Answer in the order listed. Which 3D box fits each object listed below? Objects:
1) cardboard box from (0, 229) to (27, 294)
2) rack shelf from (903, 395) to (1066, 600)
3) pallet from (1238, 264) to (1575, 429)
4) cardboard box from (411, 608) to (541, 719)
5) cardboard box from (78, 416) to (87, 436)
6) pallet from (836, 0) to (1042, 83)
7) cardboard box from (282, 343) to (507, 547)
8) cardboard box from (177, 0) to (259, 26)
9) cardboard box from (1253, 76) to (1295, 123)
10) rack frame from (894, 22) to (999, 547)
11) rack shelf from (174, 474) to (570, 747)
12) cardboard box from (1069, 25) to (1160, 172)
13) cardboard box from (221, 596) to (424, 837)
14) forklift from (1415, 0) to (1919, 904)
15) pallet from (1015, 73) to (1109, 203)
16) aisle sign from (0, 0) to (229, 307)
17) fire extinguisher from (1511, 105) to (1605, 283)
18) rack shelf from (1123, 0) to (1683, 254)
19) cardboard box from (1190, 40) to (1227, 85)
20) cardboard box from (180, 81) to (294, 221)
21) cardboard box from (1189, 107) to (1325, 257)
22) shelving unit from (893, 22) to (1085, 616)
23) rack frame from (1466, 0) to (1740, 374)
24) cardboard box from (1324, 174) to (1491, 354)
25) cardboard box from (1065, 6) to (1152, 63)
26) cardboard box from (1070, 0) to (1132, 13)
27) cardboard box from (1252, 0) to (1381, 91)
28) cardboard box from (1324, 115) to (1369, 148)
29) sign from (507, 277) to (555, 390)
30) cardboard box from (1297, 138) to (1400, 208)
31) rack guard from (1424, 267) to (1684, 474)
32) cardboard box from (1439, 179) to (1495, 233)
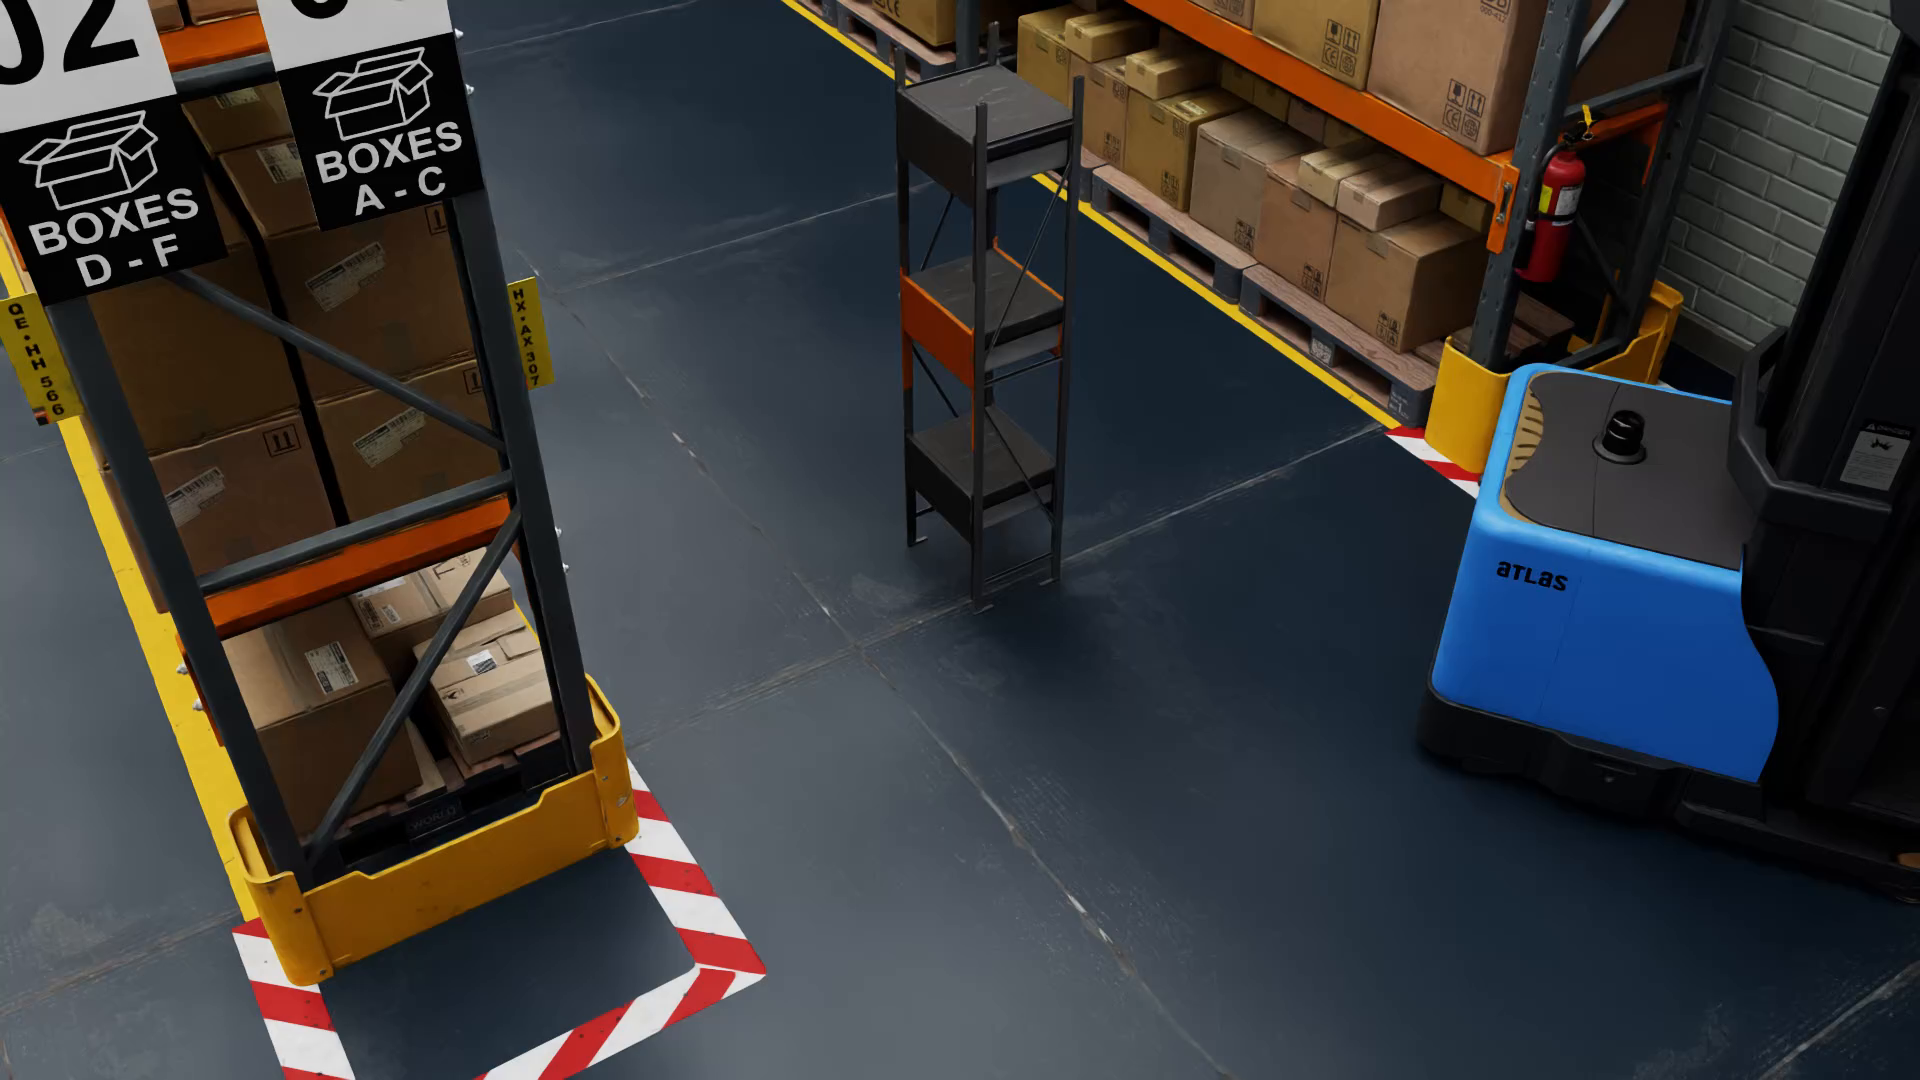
[{"bbox_3d":[-2.340,-0.858,4.578,0.500,0.500,0.500,-21,44,-23],"label":"cardboard box"},{"bbox_3d":[0.089,-0.169,6.427,0.431,0.518,0.480,-22,45,-24],"label":"rack shelf"},{"bbox_3d":[2.082,-1.058,7.855,1.003,0.211,1.213,-22,45,-24],"label":"pallet"},{"bbox_3d":[-1.666,0.422,5.770,0.380,0.166,0.250,-22,45,-24],"label":"cardboard box"},{"bbox_3d":[-2.348,-0.483,4.909,0.500,0.500,0.500,-22,45,-24],"label":"cardboard box"},{"bbox_3d":[-0.051,-3.203,10.429,1.003,0.211,1.213,-22,45,-24],"label":"pallet"},{"bbox_3d":[-1.613,-0.387,4.793,0.500,0.500,0.500,-21,44,-24],"label":"cardboard box"},{"bbox_3d":[-1.658,-1.477,3.954,0.500,0.250,0.500,-22,45,-24],"label":"cardboard box"},{"bbox_3d":[1.670,-2.204,8.169,0.380,0.149,0.250,-22,44,-24],"label":"cardboard box"},{"bbox_3d":[-0.042,-0.849,6.129,0.400,2.100,0.015,-22,45,-24],"label":"rack frame"},{"bbox_3d":[-2.672,-0.821,5.954,1.077,0.370,4.000,-22,45,-24],"label":"rack shelf"},{"bbox_3d":[1.011,-2.374,8.880,0.700,0.500,0.500,-23,45,-25],"label":"cardboard box"},{"bbox_3d":[-2.096,0.565,5.338,0.500,0.500,0.500,-22,45,-24],"label":"cardboard box"},{"bbox_3d":[3.165,-0.300,4.821,3.031,2.935,1.130,15,42,17],"label":"forklift"},{"bbox_3d":[0.770,-2.375,9.436,1.003,0.211,1.213,-22,45,-24],"label":"pallet"},{"bbox_3d":[-1.818,-0.874,3.425,0.394,0.787,0.004,-22,45,-24],"label":"aisle sign"},{"bbox_3d":[2.270,-1.312,6.333,0.296,0.674,0.183,-22,45,-24],"label":"fire extinguisher"},{"bbox_3d":[1.503,-2.528,8.003,1.077,0.370,4.000,-22,45,-24],"label":"rack shelf"},{"bbox_3d":[1.395,-2.480,8.500,0.380,0.149,0.250,-22,44,-24],"label":"cardboard box"},{"bbox_3d":[-1.900,-1.050,4.808,0.500,0.500,0.500,-22,44,-24],"label":"cardboard box"},{"bbox_3d":[1.578,-1.811,8.204,0.700,0.500,0.500,-24,45,-26],"label":"cardboard box"},{"bbox_3d":[0.089,-0.717,5.971,0.431,2.100,0.503,-22,45,-24],"label":"shelving unit"},{"bbox_3d":[2.578,-1.725,6.477,1.000,3.000,0.127,-22,45,-24],"label":"rack frame"},{"bbox_3d":[2.118,-1.269,7.555,0.700,0.500,0.500,-22,45,-24],"label":"cardboard box"},{"bbox_3d":[0.774,-2.648,8.702,0.380,0.149,0.250,-21,44,-23],"label":"cardboard box"},{"bbox_3d":[0.833,-3.042,9.175,0.380,0.149,0.250,-22,45,-25],"label":"cardboard box"},{"bbox_3d":[1.895,-2.501,7.174,0.980,0.700,0.700,-23,45,-25],"label":"cardboard box"},{"bbox_3d":[1.946,-1.928,7.839,0.380,0.149,0.250,-22,45,-24],"label":"cardboard box"},{"bbox_3d":[-1.139,-0.537,4.375,0.100,0.325,0.005,-22,45,-24],"label":"sign"},{"bbox_3d":[1.757,-1.663,7.520,0.380,0.149,0.250,-21,44,-23],"label":"cardboard box"},{"bbox_3d":[2.591,-0.752,7.262,1.175,0.500,0.348,-22,45,-24],"label":"rack guard"},{"bbox_3d":[2.354,-1.520,7.349,0.380,0.149,0.250,-22,45,-24],"label":"cardboard box"}]
